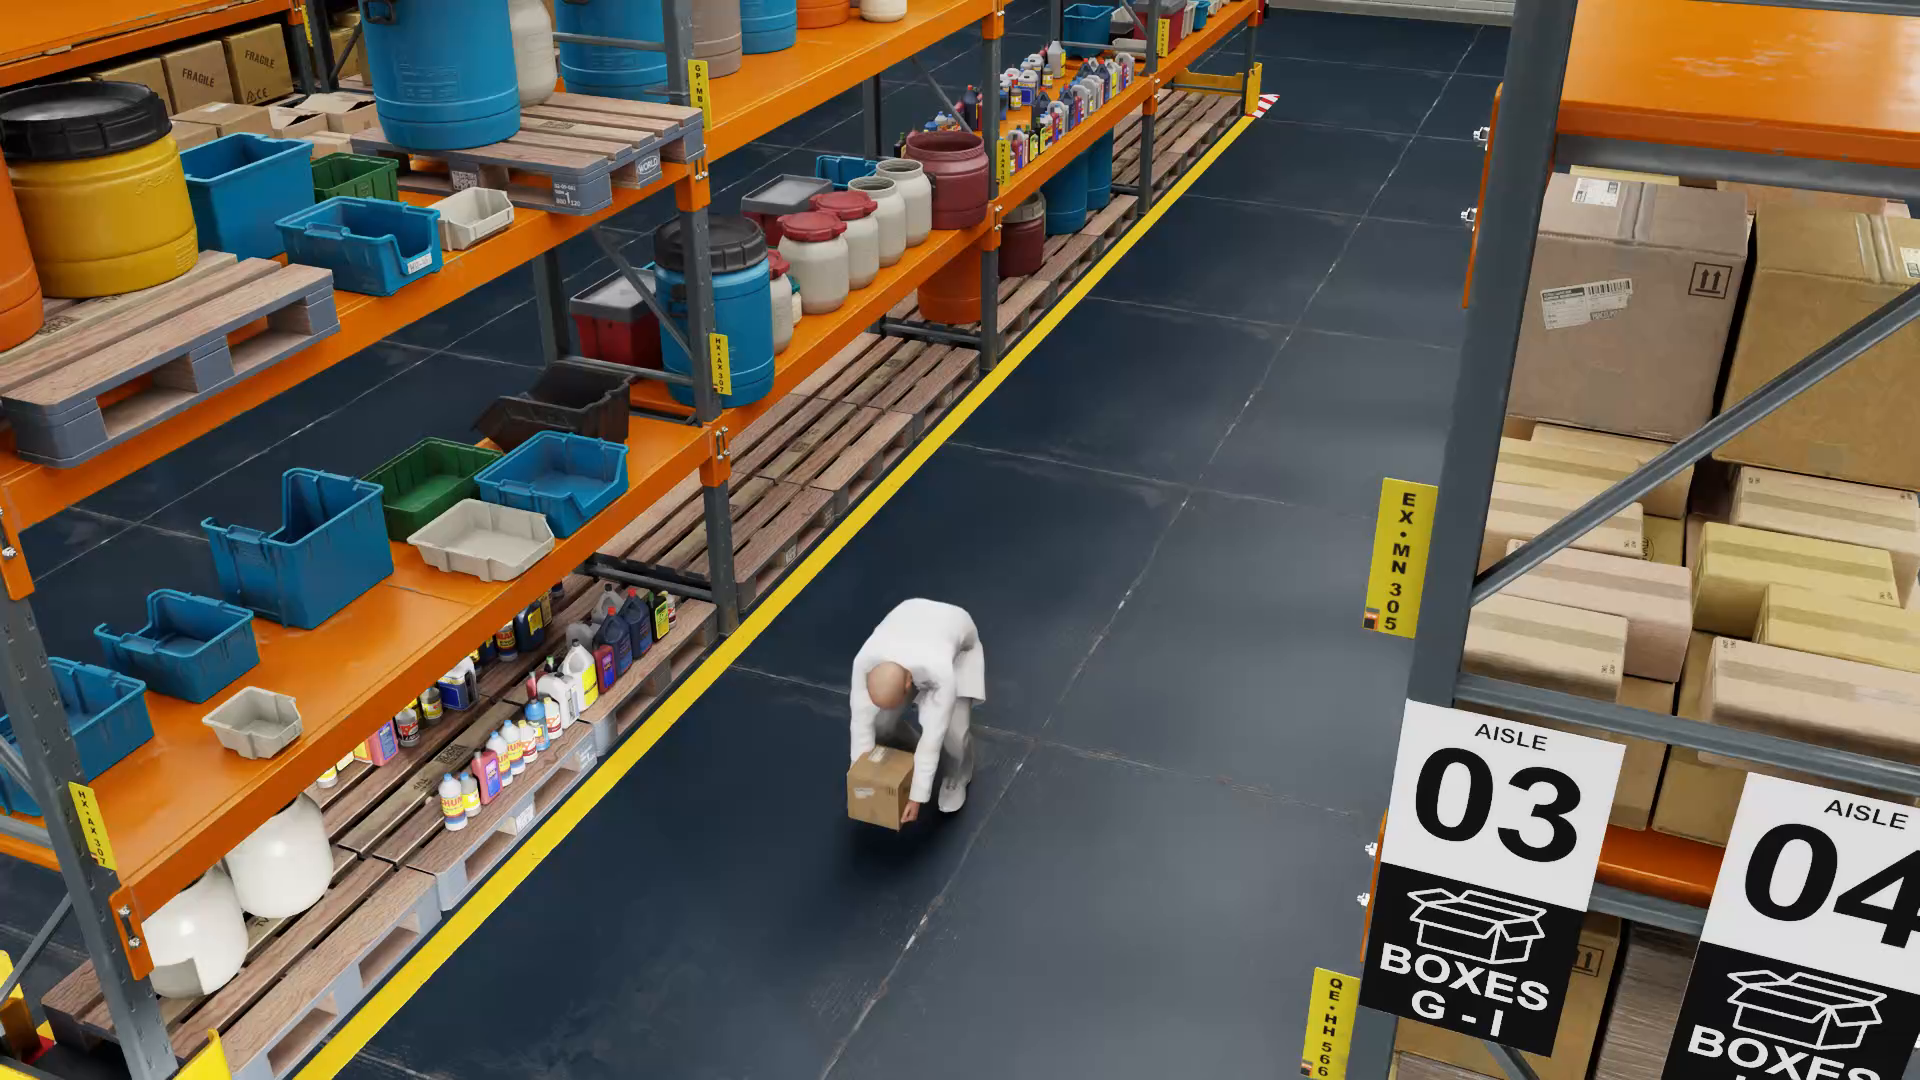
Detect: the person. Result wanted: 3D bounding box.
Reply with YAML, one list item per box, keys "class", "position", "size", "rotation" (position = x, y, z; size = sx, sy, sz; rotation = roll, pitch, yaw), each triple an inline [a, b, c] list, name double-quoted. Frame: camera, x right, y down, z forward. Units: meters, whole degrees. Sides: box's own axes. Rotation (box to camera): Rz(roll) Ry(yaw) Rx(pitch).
- class: "person"
  position: [-0.208, 0.820, 7.701]
  size: [0.592, 1.047, 0.943]
  rotation: [10, 31, 17]
